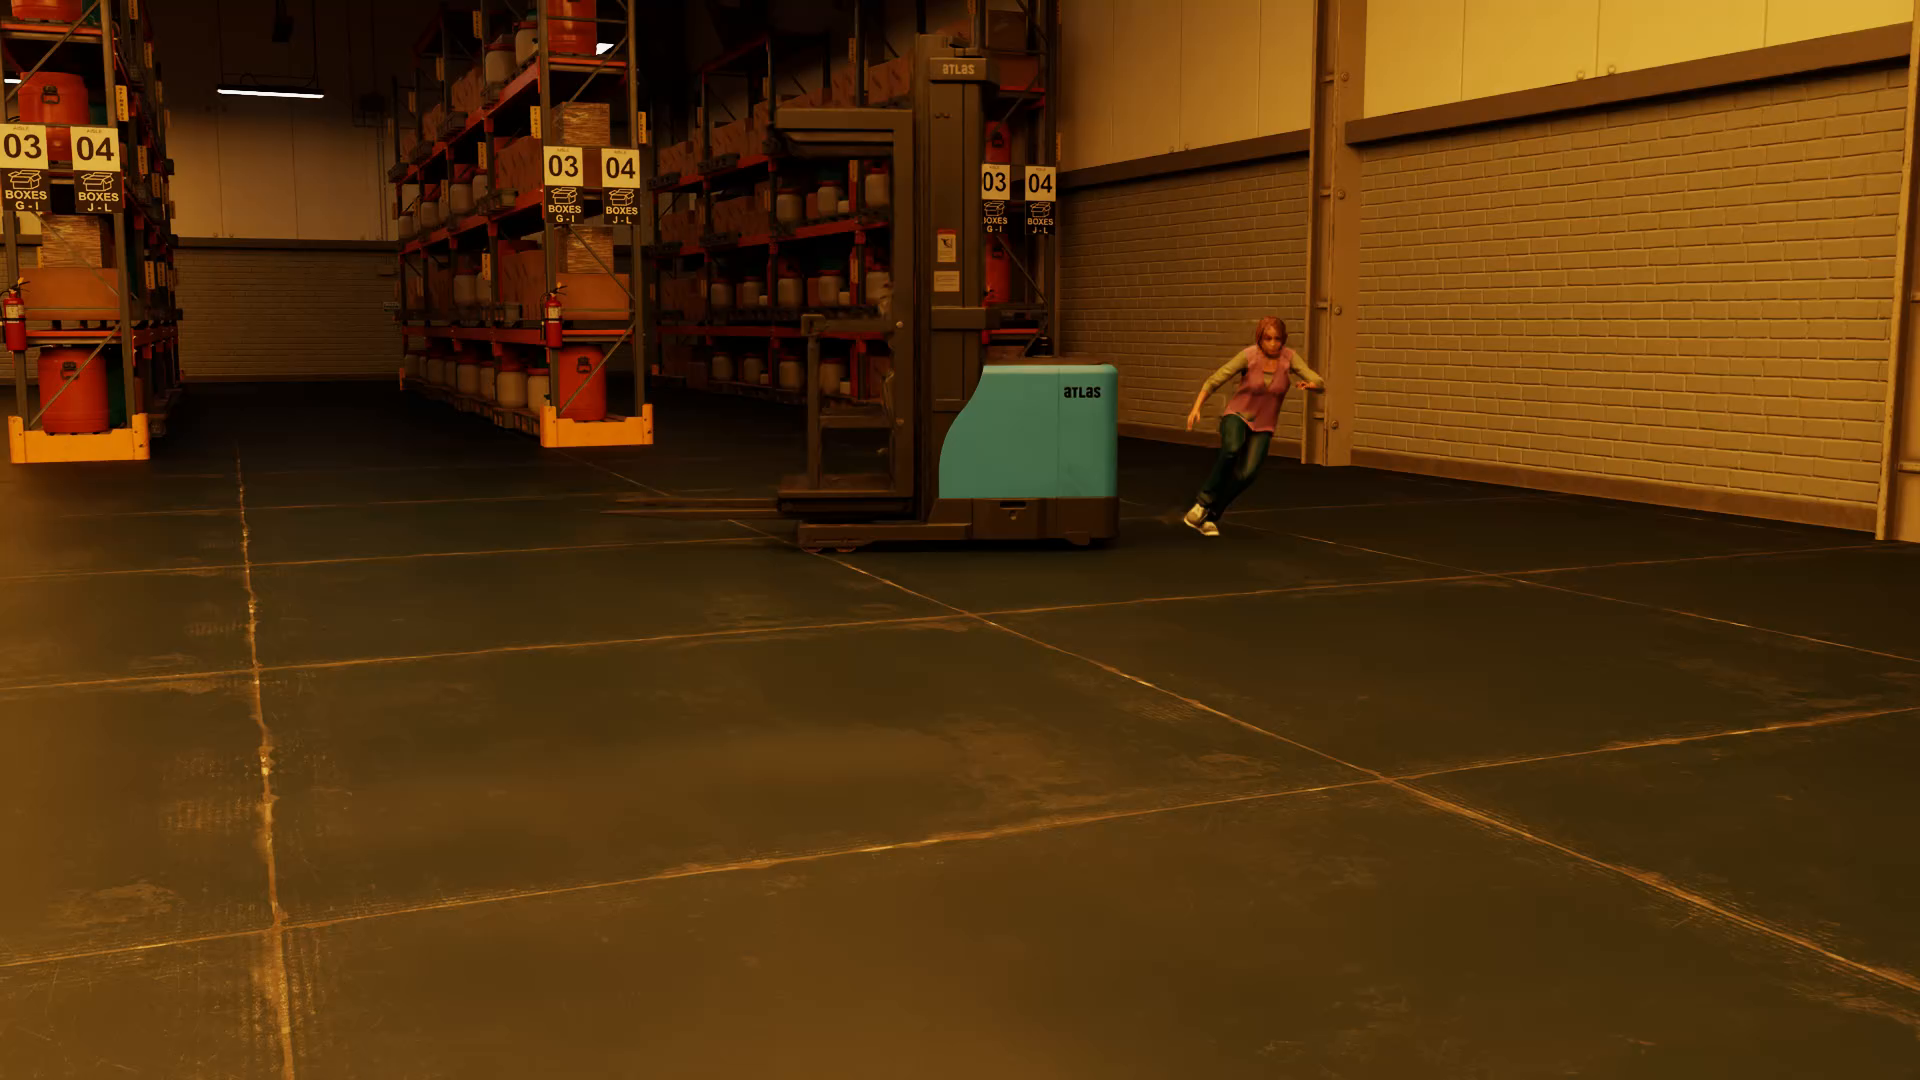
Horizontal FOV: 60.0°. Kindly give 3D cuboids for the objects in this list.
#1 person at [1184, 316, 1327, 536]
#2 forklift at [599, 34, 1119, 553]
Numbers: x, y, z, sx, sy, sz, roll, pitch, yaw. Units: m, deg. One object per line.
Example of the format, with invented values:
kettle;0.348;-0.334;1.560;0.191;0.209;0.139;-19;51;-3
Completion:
person;1.783;-0.680;10.174;0.825;1.365;0.827;-1;8;-9
forklift;-0.609;-1.448;9.921;3.031;2.935;1.130;-1;8;-4
